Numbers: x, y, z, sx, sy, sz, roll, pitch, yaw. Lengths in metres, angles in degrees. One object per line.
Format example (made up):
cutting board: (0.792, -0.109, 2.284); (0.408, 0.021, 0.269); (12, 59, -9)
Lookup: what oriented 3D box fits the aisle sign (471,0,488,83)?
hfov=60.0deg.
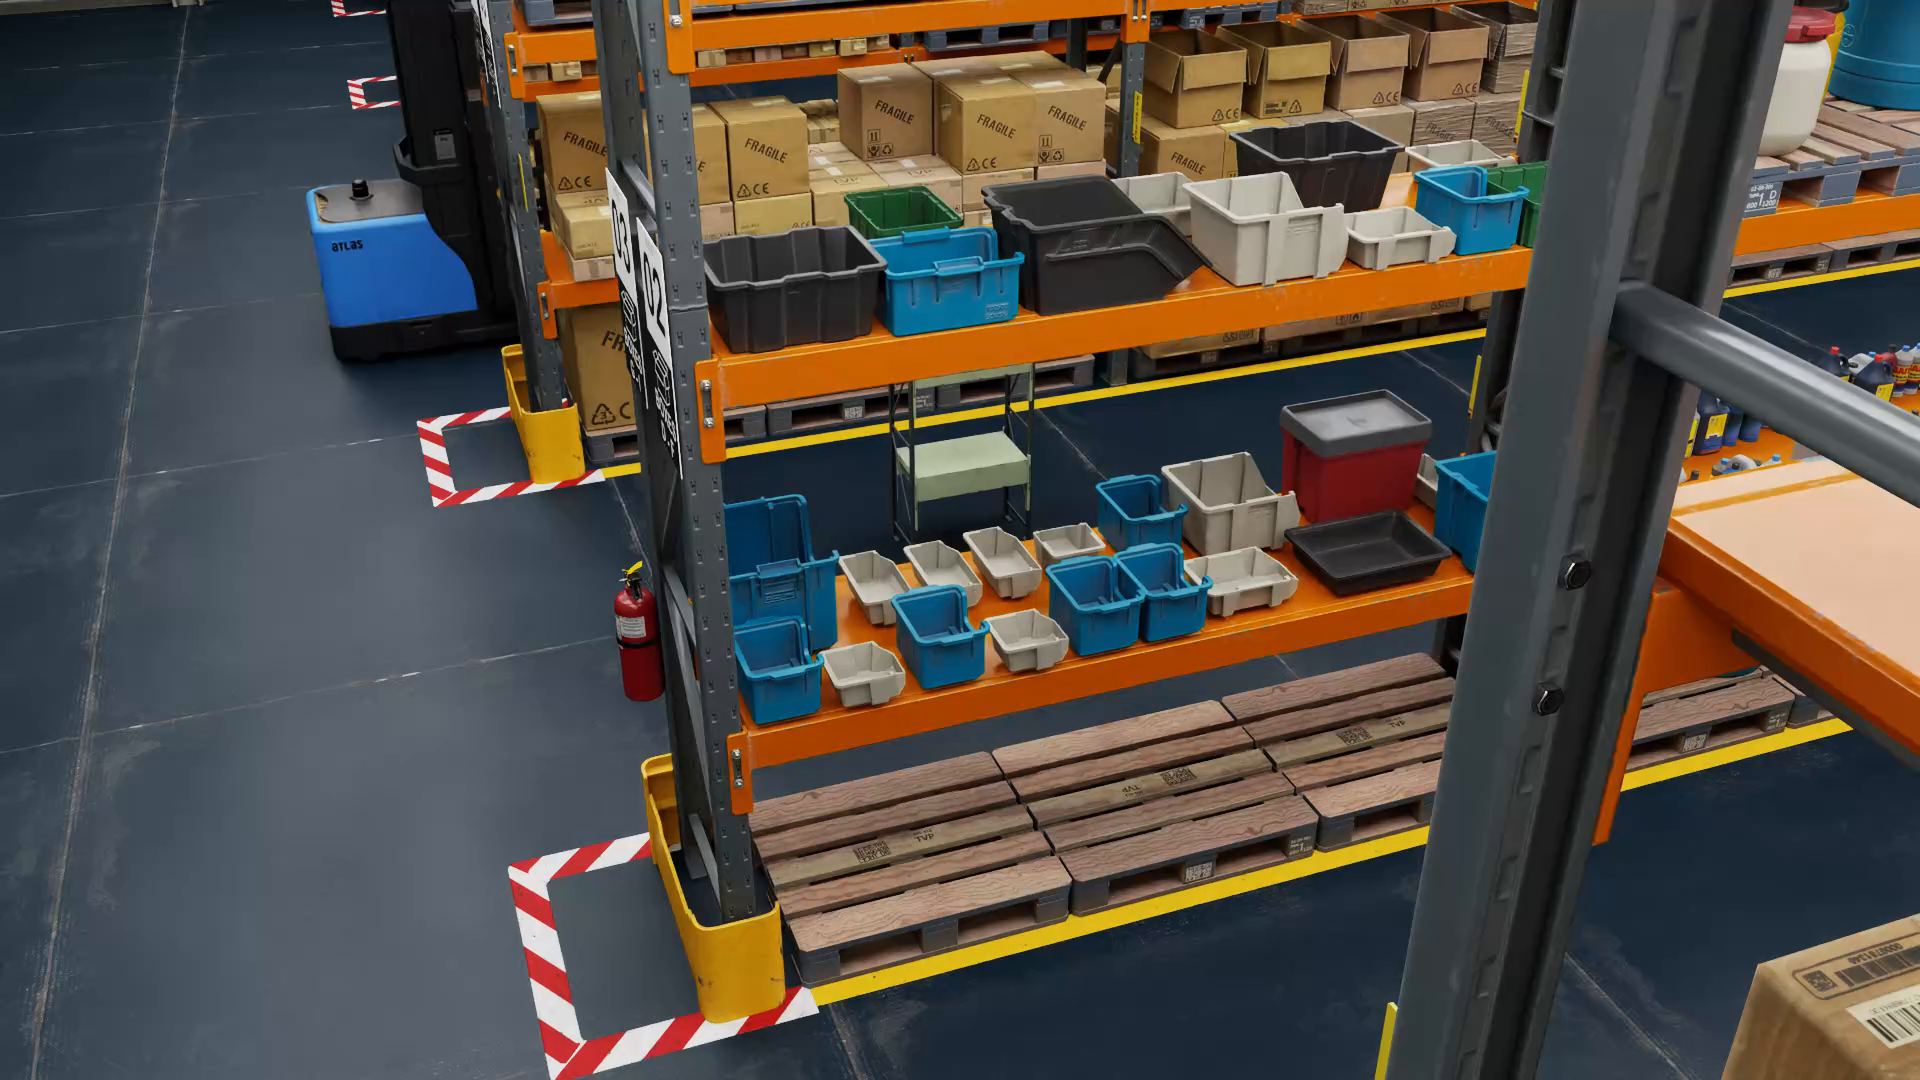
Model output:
aisle sign: (-2.941, -3.214, 10.086); (0.004, 0.787, 0.394); (-10, 31, -18)

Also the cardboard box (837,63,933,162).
cardboard box: (-0.508, -2.901, 11.255); (0.500, 0.500, 0.500); (-11, 32, -19)

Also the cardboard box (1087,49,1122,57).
cardboard box: (1.420, -4.906, 17.025); (0.500, 0.250, 0.500); (-10, 31, -17)

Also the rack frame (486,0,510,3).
rack frame: (-2.769, -4.565, 9.022); (0.127, 3.000, 1.000); (-10, 31, -18)

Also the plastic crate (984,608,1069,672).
plastic crate: (0.270, 0.405, 6.566); (0.298, 0.136, 0.250); (-10, 31, -18)

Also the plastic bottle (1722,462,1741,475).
plastic bottle: (3.518, -0.228, 7.601); (0.097, 0.271, 0.097); (0, 30, 0)

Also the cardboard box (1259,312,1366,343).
cardboard box: (2.410, -2.182, 12.623); (0.875, 0.875, 1.225); (-12, 32, -19)

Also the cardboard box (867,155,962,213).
cardboard box: (-0.304, -2.336, 11.021); (0.500, 0.250, 0.500); (-10, 31, -17)

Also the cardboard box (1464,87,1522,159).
cardboard box: (3.884, -3.099, 12.408); (0.500, 0.500, 0.500); (-11, 31, -18)

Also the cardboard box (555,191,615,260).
cardboard box: (-2.225, -1.980, 10.396); (0.500, 0.250, 0.500); (-11, 32, -19)

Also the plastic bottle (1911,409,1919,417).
plastic bottle: (4.610, -0.505, 8.087); (0.097, 0.271, 0.097); (0, 30, 0)

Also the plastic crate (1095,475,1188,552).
plastic crate: (0.794, -0.087, 7.331); (0.300, 0.233, 0.416); (-10, 31, -18)

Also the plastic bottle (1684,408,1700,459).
plastic bottle: (3.505, -0.573, 8.125); (0.185, 0.351, 0.144); (-10, 31, -18)

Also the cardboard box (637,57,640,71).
cardboard box: (-3.033, -4.300, 14.871); (0.250, 0.149, 0.380); (-11, 31, -18)

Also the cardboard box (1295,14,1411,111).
cardboard box: (2.800, -3.469, 12.046); (0.637, 0.503, 0.797); (-9, 31, -16)

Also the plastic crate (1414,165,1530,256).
plastic crate: (1.965, -1.276, 6.449); (0.300, 0.233, 0.416); (-10, 31, -18)

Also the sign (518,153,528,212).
sign: (-2.581, -2.110, 9.819); (0.005, 0.325, 0.100); (-10, 31, -18)

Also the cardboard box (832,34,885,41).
cardboard box: (-1.009, -4.925, 15.314); (0.500, 0.500, 0.500); (-10, 31, -18)

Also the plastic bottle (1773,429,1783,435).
plastic bottle: (4.184, -0.671, 8.379); (0.097, 0.271, 0.097); (0, 30, 0)

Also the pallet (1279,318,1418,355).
pallet: (2.823, -1.817, 13.077); (1.213, 0.211, 1.003); (-10, 31, -18)

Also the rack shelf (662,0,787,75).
rack shelf: (0.833, -2.125, 5.872); (4.000, 0.370, 1.077); (-10, 31, -18)

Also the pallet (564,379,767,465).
pallet: (-2.047, -0.921, 11.503); (1.213, 0.211, 1.003); (-10, 31, -18)

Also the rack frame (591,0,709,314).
rack frame: (-1.042, -2.267, 4.988); (0.127, 3.000, 1.000); (-10, 31, -18)

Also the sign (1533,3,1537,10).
sign: (4.531, -4.058, 13.103); (0.005, 0.325, 0.100); (-10, 31, -18)

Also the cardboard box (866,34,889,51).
cardboard box: (-0.841, -4.700, 15.574); (0.250, 0.149, 0.380); (-11, 31, -18)

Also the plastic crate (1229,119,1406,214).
plastic crate: (1.448, -1.510, 6.822); (0.590, 0.269, 0.497); (-10, 31, -18)

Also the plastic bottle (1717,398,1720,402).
plastic bottle: (3.779, -0.665, 8.362); (0.135, 0.276, 0.152); (-10, 31, -18)

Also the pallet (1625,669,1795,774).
pallet: (3.445, 0.747, 8.576); (1.213, 0.211, 1.003); (-10, 31, -18)

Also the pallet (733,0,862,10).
pallet: (-0.932, -3.568, 10.393); (1.213, 0.211, 1.003); (-10, 31, -18)

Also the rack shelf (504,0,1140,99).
rack shelf: (-0.894, -3.294, 10.548); (4.000, 0.370, 1.077); (-10, 31, -18)

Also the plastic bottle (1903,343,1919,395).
plastic bottle: (5.045, -0.910, 8.798); (0.097, 0.271, 0.097); (0, 30, 0)

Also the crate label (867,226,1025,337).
crate label: (-0.064, -0.908, 5.784); (0.502, 0.251, 0.408); (-10, 31, -18)

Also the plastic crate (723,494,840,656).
plastic crate: (-0.793, 0.154, 6.704); (0.499, 0.435, 0.616); (-10, 31, -18)

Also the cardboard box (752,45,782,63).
cardboard box: (-1.810, -4.493, 15.210); (0.250, 0.149, 0.380); (-12, 32, -20)

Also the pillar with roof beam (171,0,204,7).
pillar with roof beam: (-9.299, -9.420, 17.544); (0.400, 9.000, 9.100); (-10, 31, -18)

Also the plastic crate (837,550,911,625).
plastic crate: (-0.340, 0.204, 6.918); (0.243, 0.136, 0.396); (-10, 31, -18)

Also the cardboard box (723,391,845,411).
cardboard box: (-1.344, -1.522, 11.464); (0.875, 0.875, 0.875); (-10, 31, -18)

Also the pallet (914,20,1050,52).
pallet: (0.113, -4.948, 15.949); (1.213, 0.211, 1.003); (-10, 31, -18)

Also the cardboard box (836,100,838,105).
cardboard box: (-1.050, -4.206, 16.307); (0.250, 0.149, 0.380); (-9, 31, -16)

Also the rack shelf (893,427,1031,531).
rack shelf: (0.006, -0.370, 9.893); (0.720, 0.370, 0.431); (-10, 31, -18)

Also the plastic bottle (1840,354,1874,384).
plastic bottle: (4.638, -0.823, 8.640); (0.135, 0.276, 0.152); (-10, 31, -18)

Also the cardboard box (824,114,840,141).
cardboard box: (-1.123, -3.925, 15.814); (0.250, 0.149, 0.380); (-10, 31, -17)

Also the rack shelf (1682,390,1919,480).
rack shelf: (4.582, -0.383, 8.470); (4.000, 0.370, 1.077); (-10, 31, -18)

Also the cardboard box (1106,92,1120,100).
cardboard box: (1.591, -4.332, 16.775); (0.500, 0.500, 0.500); (-12, 32, -20)

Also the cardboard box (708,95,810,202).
cardboard box: (-1.273, -2.484, 10.524); (0.500, 0.500, 0.500); (-11, 32, -19)

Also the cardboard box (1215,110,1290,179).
cardboard box: (1.969, -2.742, 11.783); (0.500, 0.500, 0.500); (-10, 31, -18)

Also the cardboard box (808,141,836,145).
cardboard box: (-1.333, -3.731, 15.775); (0.250, 0.149, 0.380); (-12, 32, -19)

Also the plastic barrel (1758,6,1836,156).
plastic barrel: (3.288, -1.870, 6.761); (0.433, 0.535, 0.433); (0, 30, 0)

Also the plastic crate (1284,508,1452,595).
plastic crate: (1.752, 0.061, 7.181); (0.590, 0.125, 0.437); (-10, 31, -18)

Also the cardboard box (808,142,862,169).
cardboard box: (-0.968, -2.496, 11.302); (0.500, 0.250, 0.500); (-10, 31, -18)

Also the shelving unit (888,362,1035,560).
shelving unit: (0.006, -0.653, 9.731); (0.755, 1.500, 0.431); (-10, 31, -18)

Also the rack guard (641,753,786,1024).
rack guard: (-1.060, 1.436, 7.074); (0.348, 0.500, 1.175); (-10, 31, -18)

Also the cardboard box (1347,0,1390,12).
cardboard box: (4.085, -5.742, 17.048); (0.500, 0.500, 0.500); (-11, 31, -18)

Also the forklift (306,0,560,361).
forklift: (-3.400, -3.059, 12.509); (3.031, 2.935, 1.130); (-11, 32, -19)
